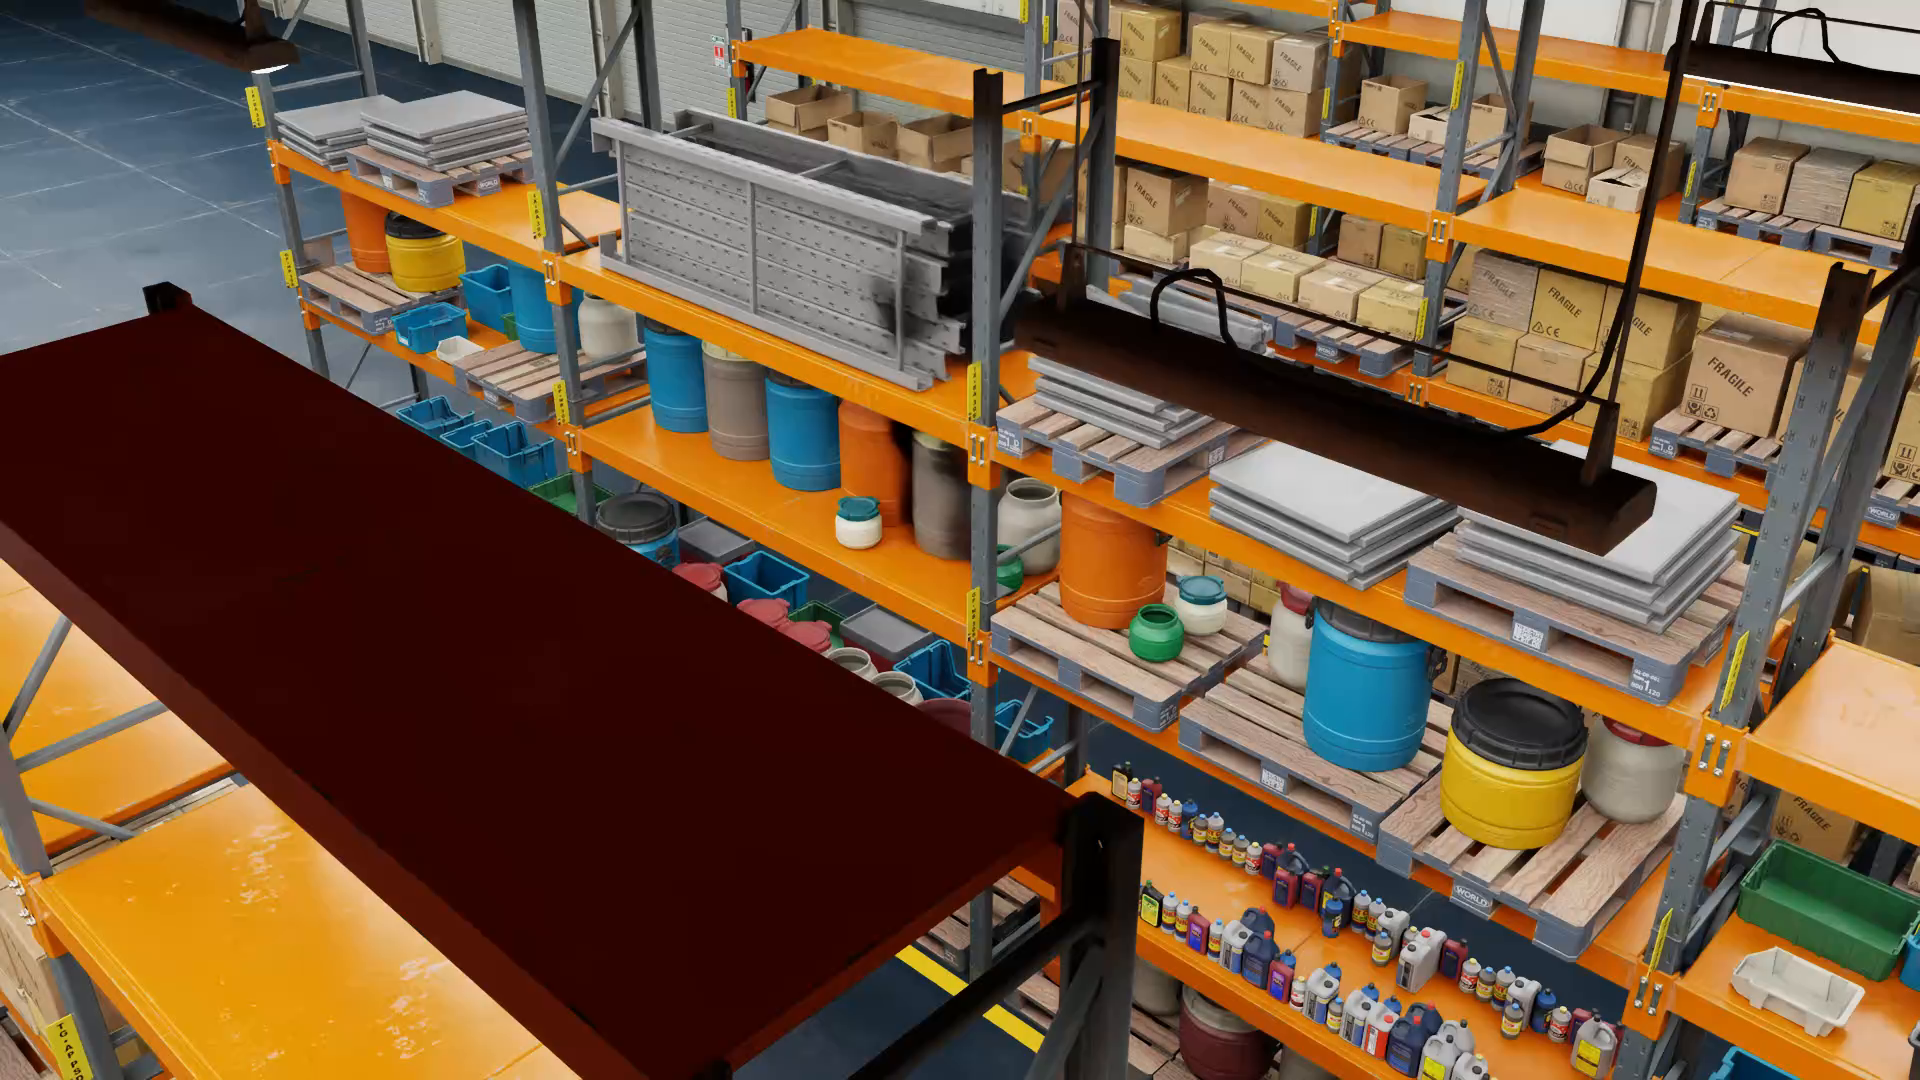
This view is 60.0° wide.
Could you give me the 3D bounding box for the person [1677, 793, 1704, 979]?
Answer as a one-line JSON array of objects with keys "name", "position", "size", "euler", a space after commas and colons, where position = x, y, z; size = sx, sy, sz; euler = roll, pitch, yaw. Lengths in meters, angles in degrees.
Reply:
[{"name": "person", "position": [4.585, 2.191, 10.723], "size": [0.596, 1.575, 0.517], "euler": [18, 34, 29]}]
